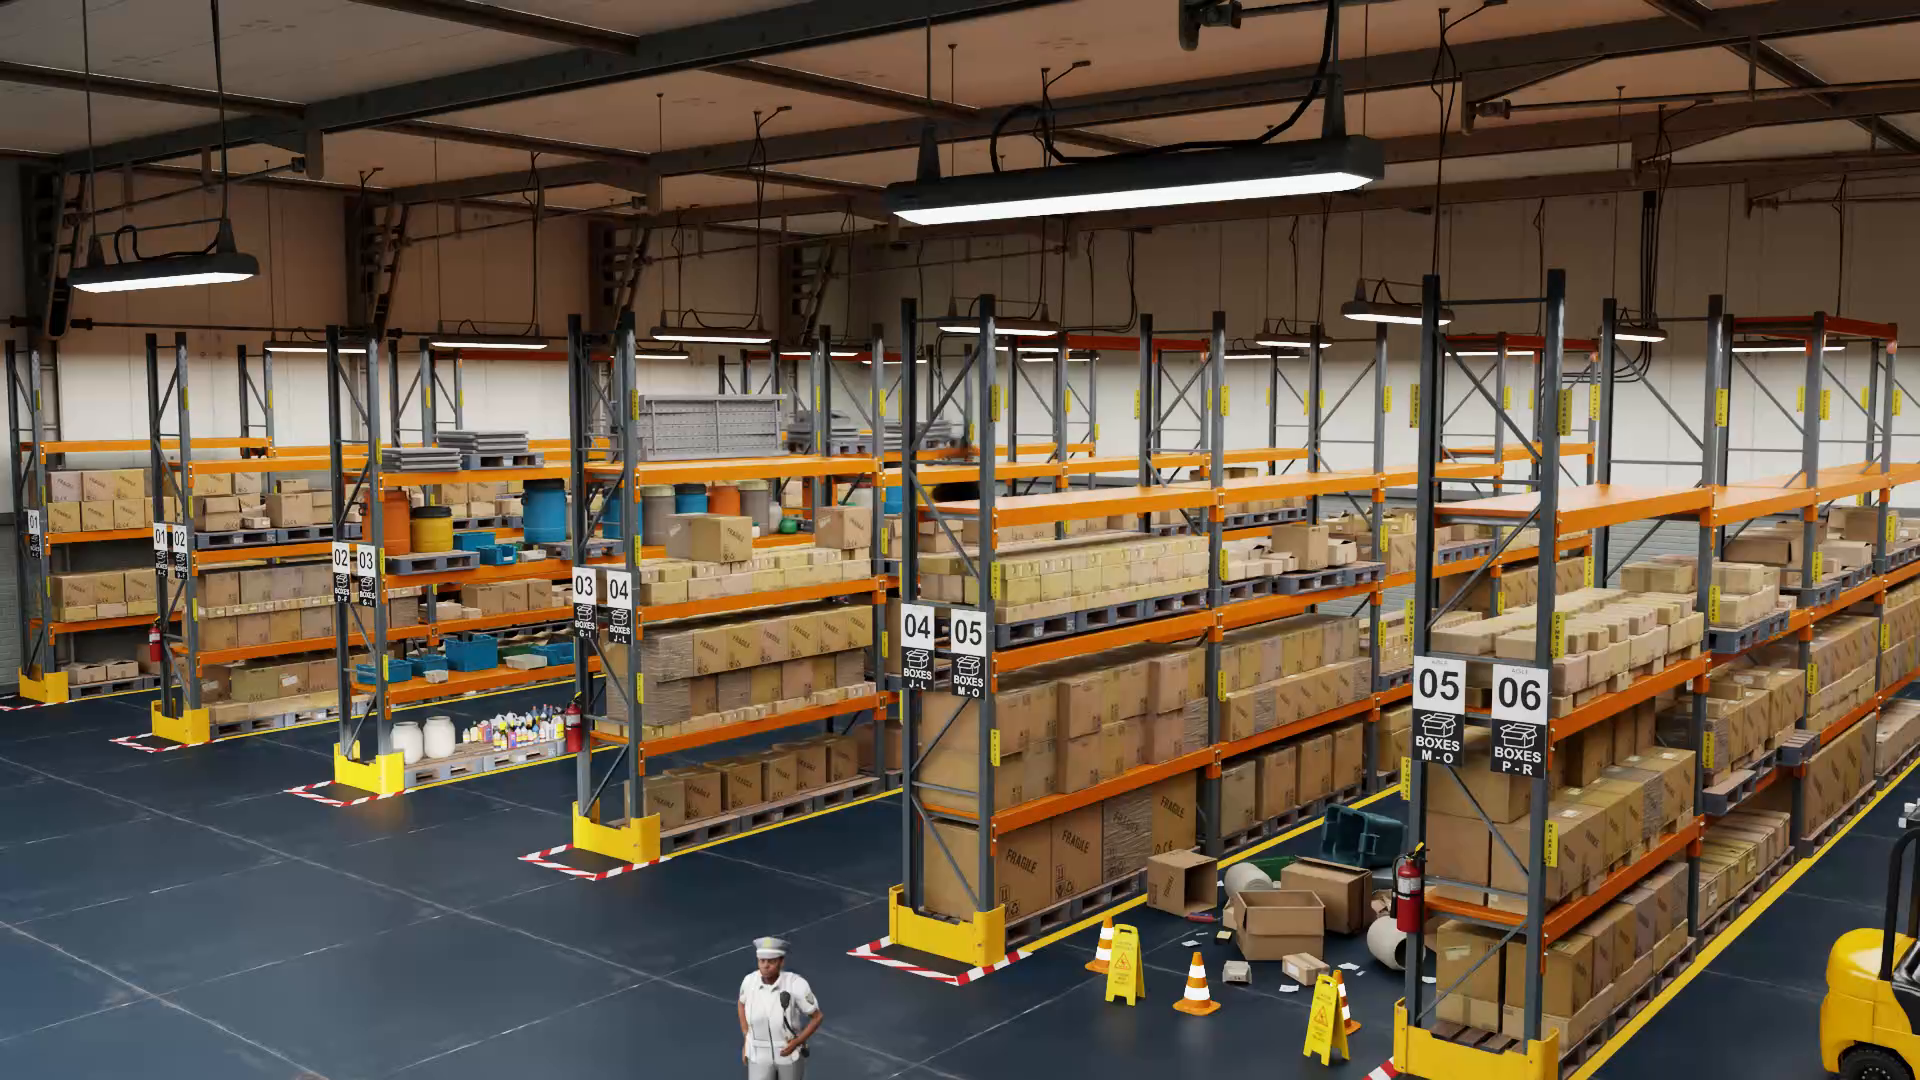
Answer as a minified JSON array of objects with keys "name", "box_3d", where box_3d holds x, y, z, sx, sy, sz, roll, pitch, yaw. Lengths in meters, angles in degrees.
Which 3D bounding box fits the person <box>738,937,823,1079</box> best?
[{"name":"person","box_3d":[-1.163,3.354,10.743,0.576,1.735,0.815,0,5,1]}]
